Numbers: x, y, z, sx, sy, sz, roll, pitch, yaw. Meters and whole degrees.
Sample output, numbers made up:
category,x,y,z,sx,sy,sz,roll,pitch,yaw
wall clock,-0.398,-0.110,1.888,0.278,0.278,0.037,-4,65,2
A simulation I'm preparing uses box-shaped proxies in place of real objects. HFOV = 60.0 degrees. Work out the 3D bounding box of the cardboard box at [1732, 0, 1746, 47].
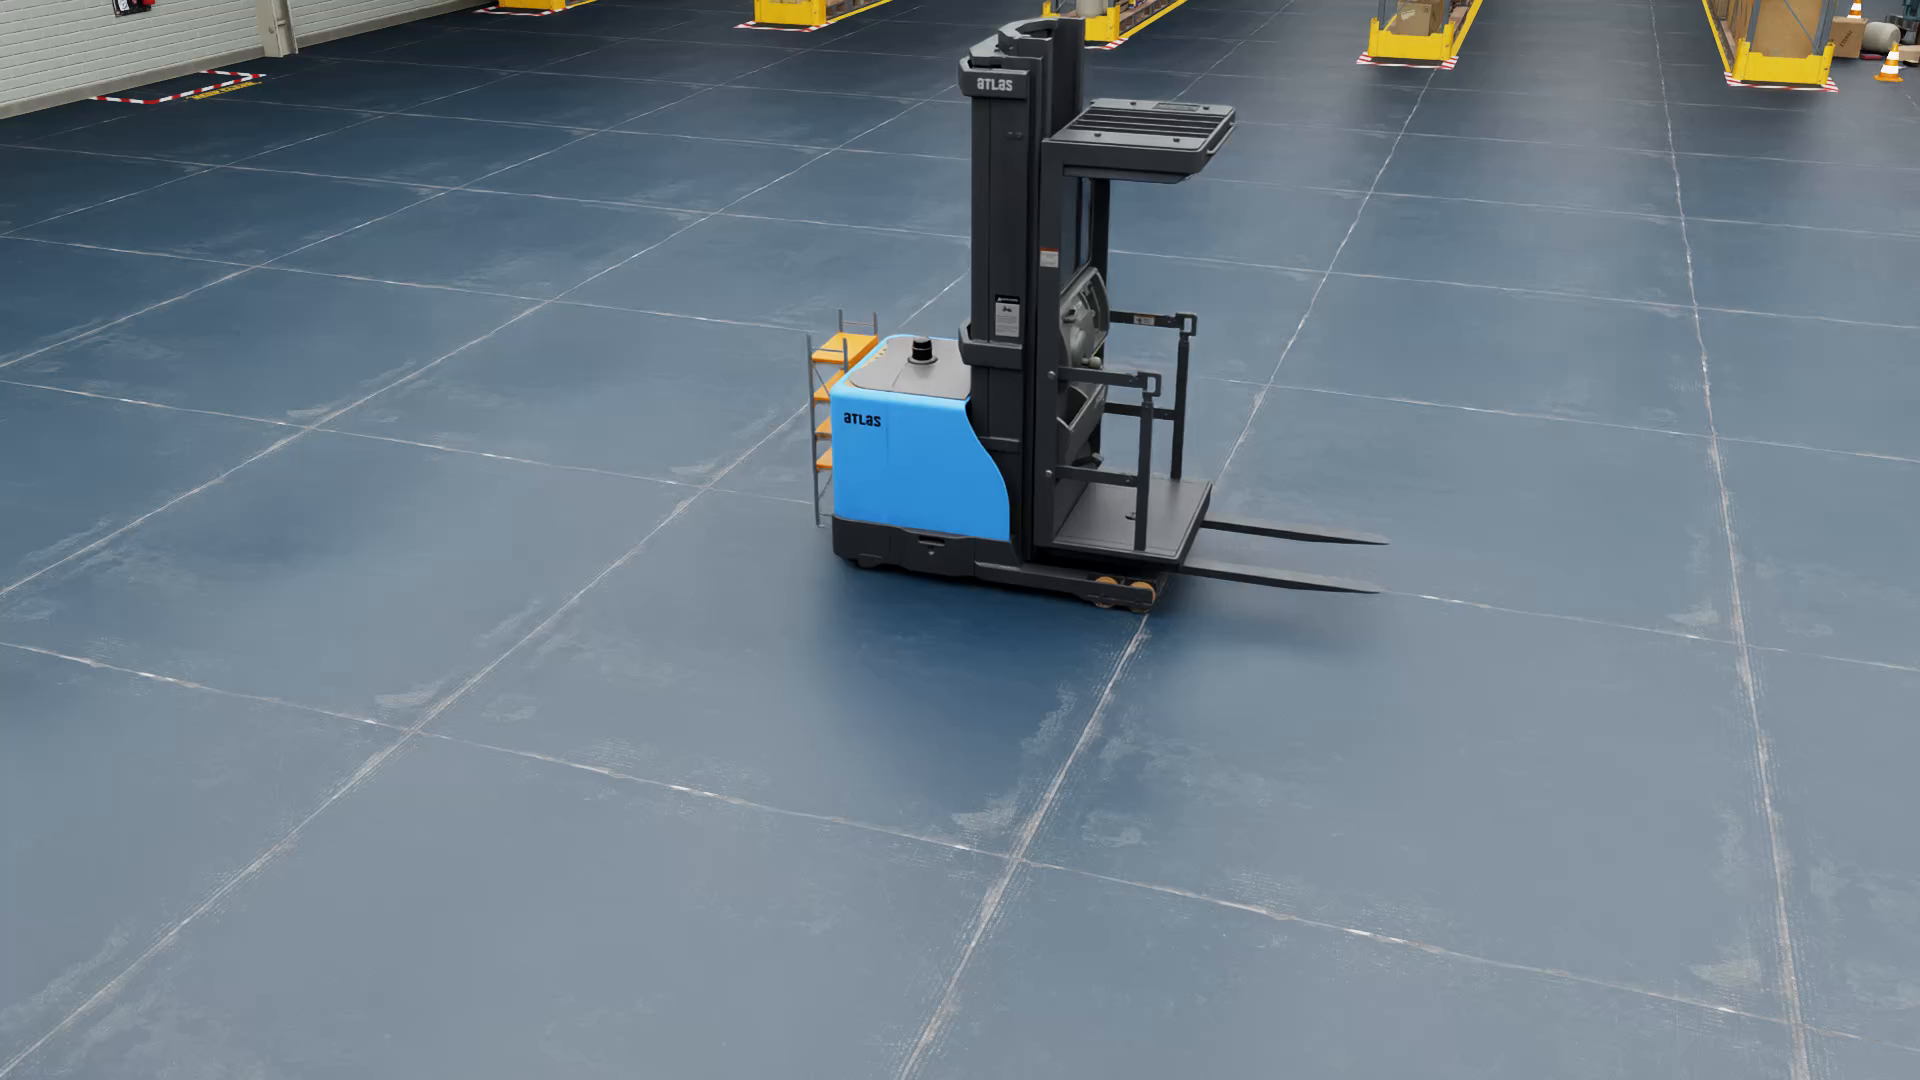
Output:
category,x,y,z,sx,sy,sz,roll,pitch,yaw
cardboard box,11.664,-7.540,23.837,0.875,0.875,0.875,8,27,17

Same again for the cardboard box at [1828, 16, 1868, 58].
category,x,y,z,sx,sy,sz,roll,pitch,yaw
cardboard box,12.992,-7.390,24.437,0.500,0.500,0.500,14,29,26

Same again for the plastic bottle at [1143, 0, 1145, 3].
category,x,y,z,sx,sy,sz,roll,pitch,yaw
plastic bottle,3.041,-9.082,27.772,0.097,0.201,0.097,0,26,0

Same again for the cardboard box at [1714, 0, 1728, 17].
category,x,y,z,sx,sy,sz,roll,pitch,yaw
cardboard box,12.662,-8.746,26.471,1.050,0.750,0.750,9,27,17

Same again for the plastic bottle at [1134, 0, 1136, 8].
category,x,y,z,sx,sy,sz,roll,pitch,yaw
plastic bottle,2.827,-8.817,27.225,0.097,0.201,0.097,0,26,0

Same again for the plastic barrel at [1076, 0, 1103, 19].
category,x,y,z,sx,sy,sz,roll,pitch,yaw
plastic barrel,2.042,-8.487,26.210,0.421,0.512,0.421,0,26,0

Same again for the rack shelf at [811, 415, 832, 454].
category,x,y,z,sx,sy,sz,roll,pitch,yaw
rack shelf,-0.673,-0.649,9.866,0.258,0.148,0.480,8,27,16

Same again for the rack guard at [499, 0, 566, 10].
category,x,y,z,sx,sy,sz,roll,pitch,yaw
rack guard,-7.422,-9.479,28.754,1.175,0.500,0.348,9,27,17

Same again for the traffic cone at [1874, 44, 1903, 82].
category,x,y,z,sx,sy,sz,roll,pitch,yaw
traffic cone,12.725,-6.528,22.701,0.336,0.463,0.334,9,27,17

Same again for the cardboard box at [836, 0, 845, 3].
category,x,y,z,sx,sy,sz,roll,pitch,yaw
cardboard box,-2.223,-9.202,27.986,0.500,0.250,0.500,9,27,17

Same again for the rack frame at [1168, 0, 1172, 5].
category,x,y,z,sx,sy,sz,roll,pitch,yaw
rack frame,3.226,-10.780,28.573,1.000,3.000,0.127,9,27,17

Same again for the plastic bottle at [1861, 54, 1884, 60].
category,x,y,z,sx,sy,sz,roll,pitch,yaw
plastic bottle,13.283,-7.032,24.204,0.283,0.061,0.133,0,26,-1

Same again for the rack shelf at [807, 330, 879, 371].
category,x,y,z,sx,sy,sz,roll,pitch,yaw
rack shelf,-0.676,-1.064,9.666,0.258,0.148,0.480,8,27,16

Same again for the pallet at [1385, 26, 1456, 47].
category,x,y,z,sx,sy,sz,roll,pitch,yaw
pallet,6.895,-7.523,25.046,1.003,0.211,1.213,9,27,17

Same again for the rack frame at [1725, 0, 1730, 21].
category,x,y,z,sx,sy,sz,roll,pitch,yaw
rack frame,12.541,-9.301,25.518,1.000,3.000,0.127,9,27,17

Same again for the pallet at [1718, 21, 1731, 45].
category,x,y,z,sx,sy,sz,roll,pitch,yaw
pallet,12.214,-7.745,25.504,1.003,0.211,1.213,9,27,17

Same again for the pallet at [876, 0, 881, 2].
category,x,y,z,sx,sy,sz,roll,pitch,yaw
pallet,-1.748,-9.924,30.005,1.003,0.211,1.213,9,27,17

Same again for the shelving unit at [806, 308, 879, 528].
category,x,y,z,sx,sy,sz,roll,pitch,yaw
shelving unit,-0.673,-0.710,9.837,0.258,1.200,0.503,8,27,16

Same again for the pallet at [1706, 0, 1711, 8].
category,x,y,z,sx,sy,sz,roll,pitch,yaw
pallet,13.538,-9.377,28.874,1.003,0.211,1.213,9,27,17

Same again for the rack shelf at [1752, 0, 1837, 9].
category,x,y,z,sx,sy,sz,roll,pitch,yaw
rack shelf,11.875,-8.155,23.977,1.077,0.370,4.000,9,27,17

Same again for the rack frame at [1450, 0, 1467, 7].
category,x,y,z,sx,sy,sz,roll,pitch,yaw
rack frame,7.897,-10.062,27.090,1.000,3.000,0.127,9,27,17

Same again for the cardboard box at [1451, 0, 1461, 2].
category,x,y,z,sx,sy,sz,roll,pitch,yaw
cardboard box,8.122,-9.384,28.053,0.700,0.500,0.500,7,27,13

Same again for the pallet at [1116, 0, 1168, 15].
category,x,y,z,sx,sy,sz,roll,pitch,yaw
pallet,2.963,-9.255,28.623,1.003,0.211,1.213,9,27,17

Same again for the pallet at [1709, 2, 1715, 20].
category,x,y,z,sx,sy,sz,roll,pitch,yaw
pallet,13.131,-8.877,27.842,1.003,0.211,1.213,9,27,17

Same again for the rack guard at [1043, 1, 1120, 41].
category,x,y,z,sx,sy,sz,roll,pitch,yaw
rack guard,1.876,-8.049,25.801,1.175,0.500,0.348,9,27,17

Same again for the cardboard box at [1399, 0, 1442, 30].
category,x,y,z,sx,sy,sz,roll,pitch,yaw
cardboard box,6.956,-7.987,25.190,0.500,0.500,0.500,17,30,31

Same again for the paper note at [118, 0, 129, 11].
category,x,y,z,sx,sy,sz,roll,pitch,yaw
paper note,-11.009,-7.051,21.882,0.016,0.148,0.142,9,27,17

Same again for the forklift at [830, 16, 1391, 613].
category,x,y,z,sx,sy,sz,roll,pitch,yaw
forklift,0.852,-1.185,8.834,3.031,2.935,1.130,8,27,16

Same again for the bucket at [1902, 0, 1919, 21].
category,x,y,z,sx,sy,sz,roll,pitch,yaw
bucket,14.669,-8.122,25.094,0.726,0.611,0.620,20,22,35

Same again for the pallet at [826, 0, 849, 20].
category,x,y,z,sx,sy,sz,roll,pitch,yaw
pallet,-2.560,-8.922,27.934,1.003,0.211,1.213,9,27,17

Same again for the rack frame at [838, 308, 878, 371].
category,x,y,z,sx,sy,sz,roll,pitch,yaw
rack frame,-0.599,-0.811,10.046,0.240,1.200,0.015,8,27,16

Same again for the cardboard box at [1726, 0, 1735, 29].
category,x,y,z,sx,sy,sz,roll,pitch,yaw
cardboard box,12.265,-8.286,25.377,0.875,0.875,0.875,9,27,18

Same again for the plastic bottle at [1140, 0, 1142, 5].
category,x,y,z,sx,sy,sz,roll,pitch,yaw
plastic bottle,2.973,-8.998,27.597,0.097,0.201,0.097,0,26,0

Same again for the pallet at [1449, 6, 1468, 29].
category,x,y,z,sx,sy,sz,roll,pitch,yaw
pallet,7.707,-8.526,27.117,1.003,0.211,1.213,9,27,17

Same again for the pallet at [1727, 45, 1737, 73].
category,x,y,z,sx,sy,sz,roll,pitch,yaw
pallet,11.402,-6.742,23.433,1.003,0.211,1.213,9,27,17

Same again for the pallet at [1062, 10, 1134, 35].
category,x,y,z,sx,sy,sz,roll,pitch,yaw
pallet,2.151,-8.252,26.552,1.003,0.211,1.213,9,27,17
